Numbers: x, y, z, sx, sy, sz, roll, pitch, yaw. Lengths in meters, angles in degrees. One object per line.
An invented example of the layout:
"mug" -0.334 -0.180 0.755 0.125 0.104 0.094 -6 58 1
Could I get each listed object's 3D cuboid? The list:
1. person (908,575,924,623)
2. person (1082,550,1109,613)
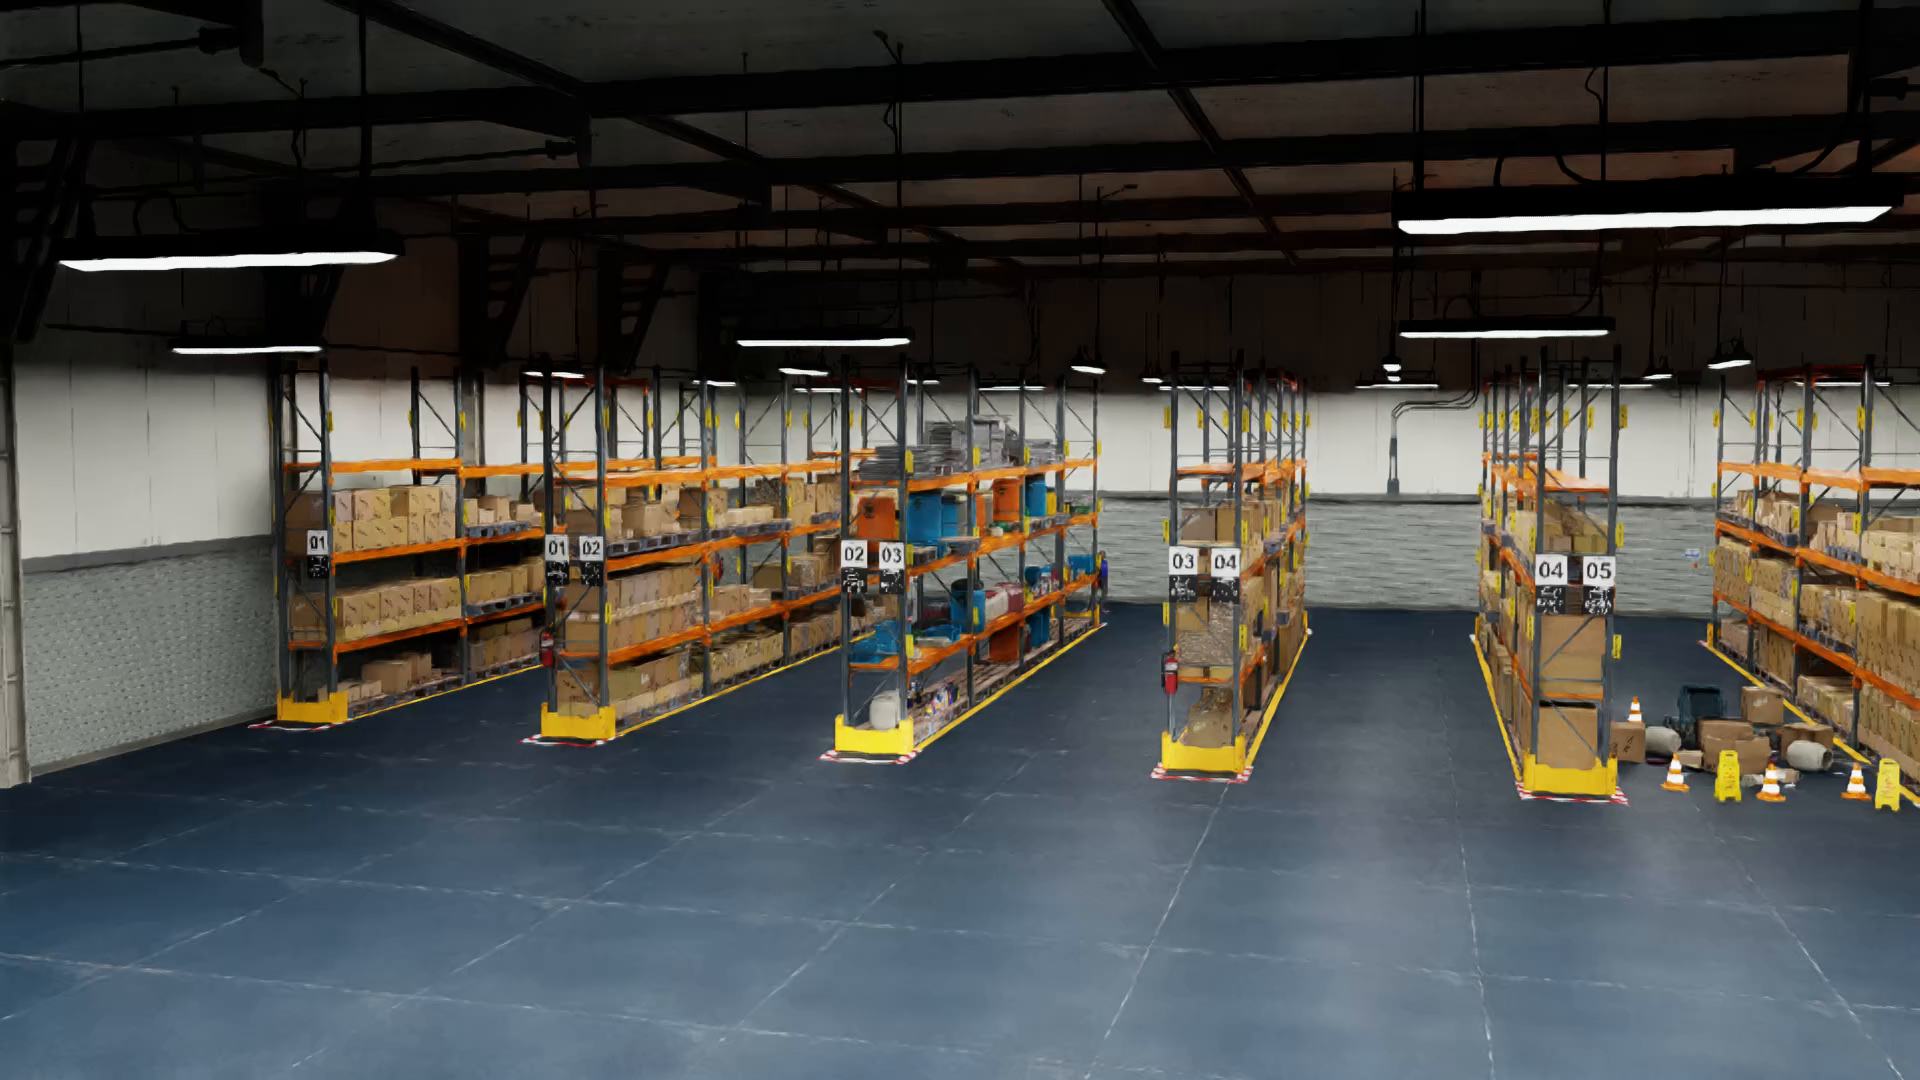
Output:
"person" -1.130 1.360 39.351 0.495 1.589 1.086 1 4 17
"person" 3.522 1.078 43.225 0.651 1.653 0.471 -2 5 -30
